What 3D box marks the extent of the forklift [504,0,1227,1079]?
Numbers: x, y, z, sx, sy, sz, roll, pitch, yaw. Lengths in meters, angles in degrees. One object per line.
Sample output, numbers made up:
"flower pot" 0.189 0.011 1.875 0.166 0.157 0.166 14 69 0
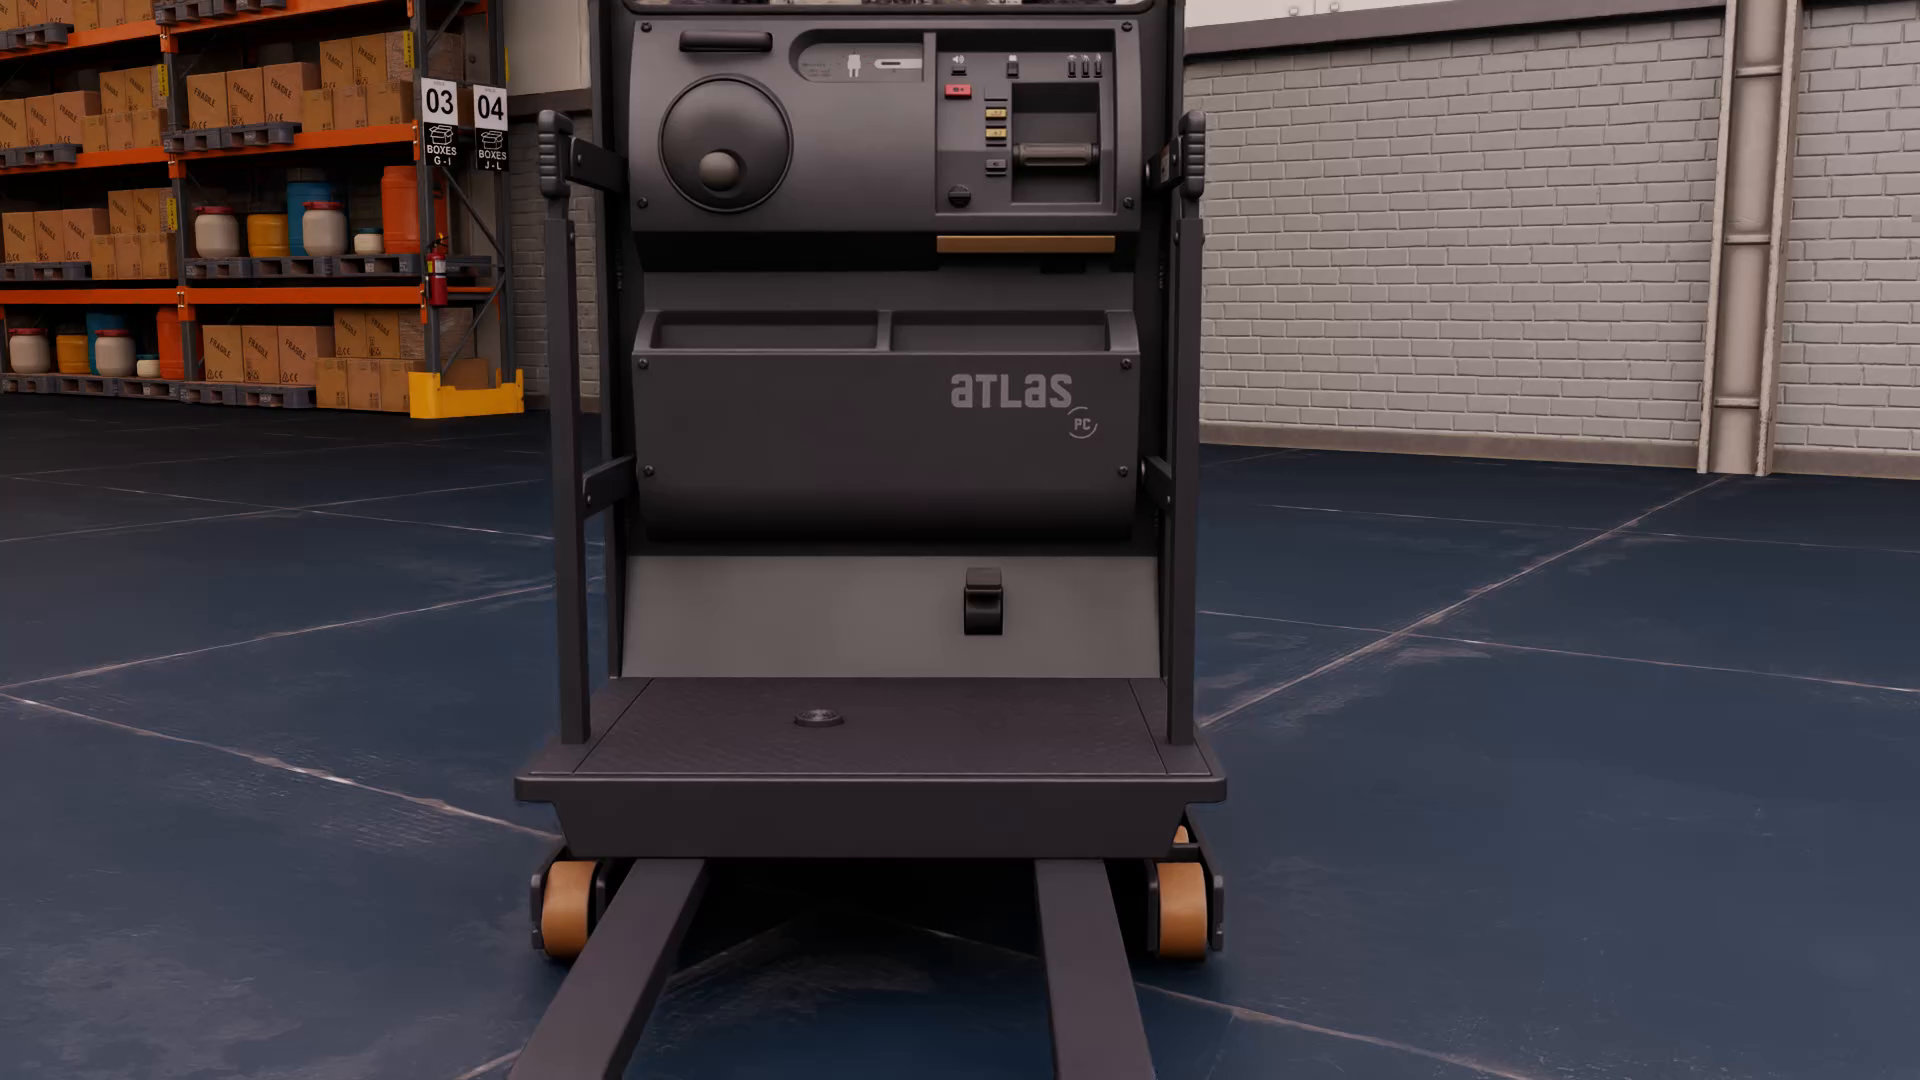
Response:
"forklift" -0.134 -0.802 2.830 1.130 2.935 3.031 0 8 0
